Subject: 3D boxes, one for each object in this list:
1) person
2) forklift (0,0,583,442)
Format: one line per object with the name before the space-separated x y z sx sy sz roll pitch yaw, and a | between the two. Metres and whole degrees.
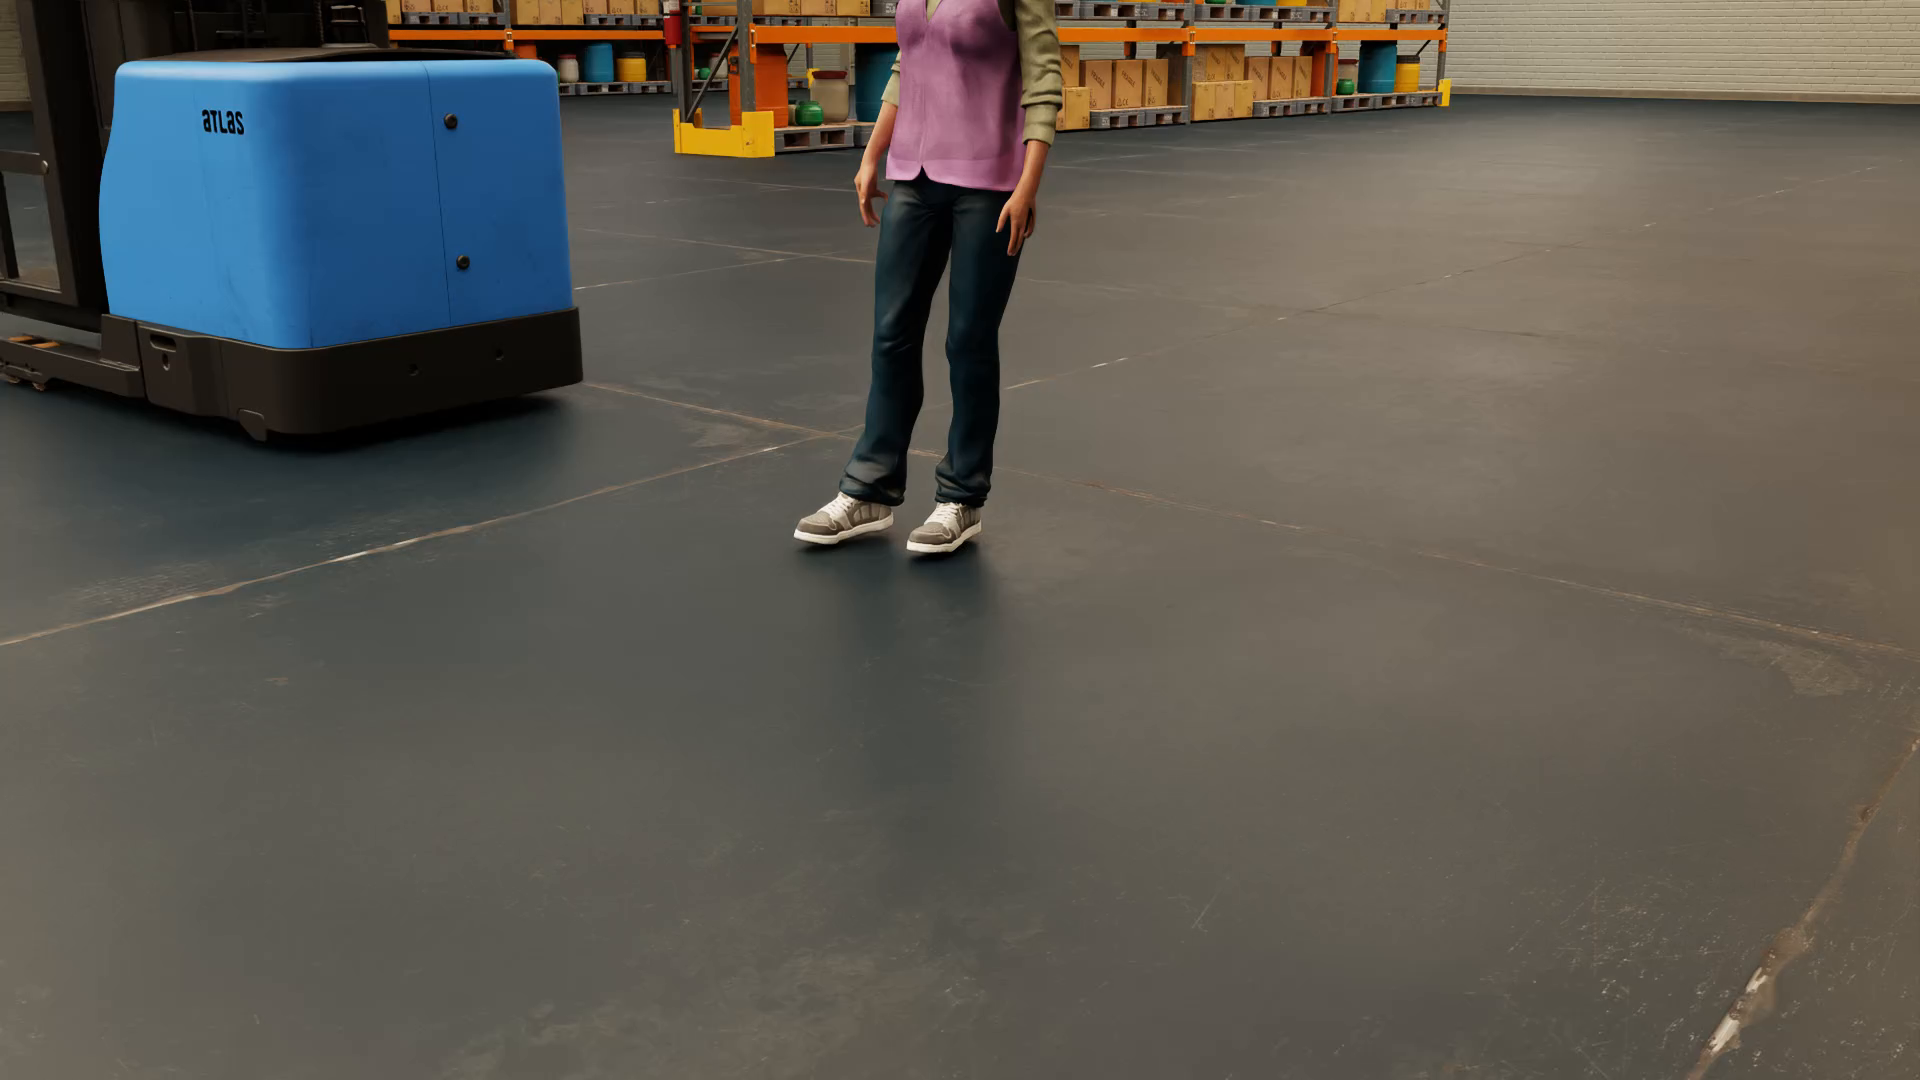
person | -0.059 -0.757 3.661 0.520 1.599 0.473 13 21 37
forklift | -2.694 -2.009 5.513 3.031 2.935 1.130 13 21 36
